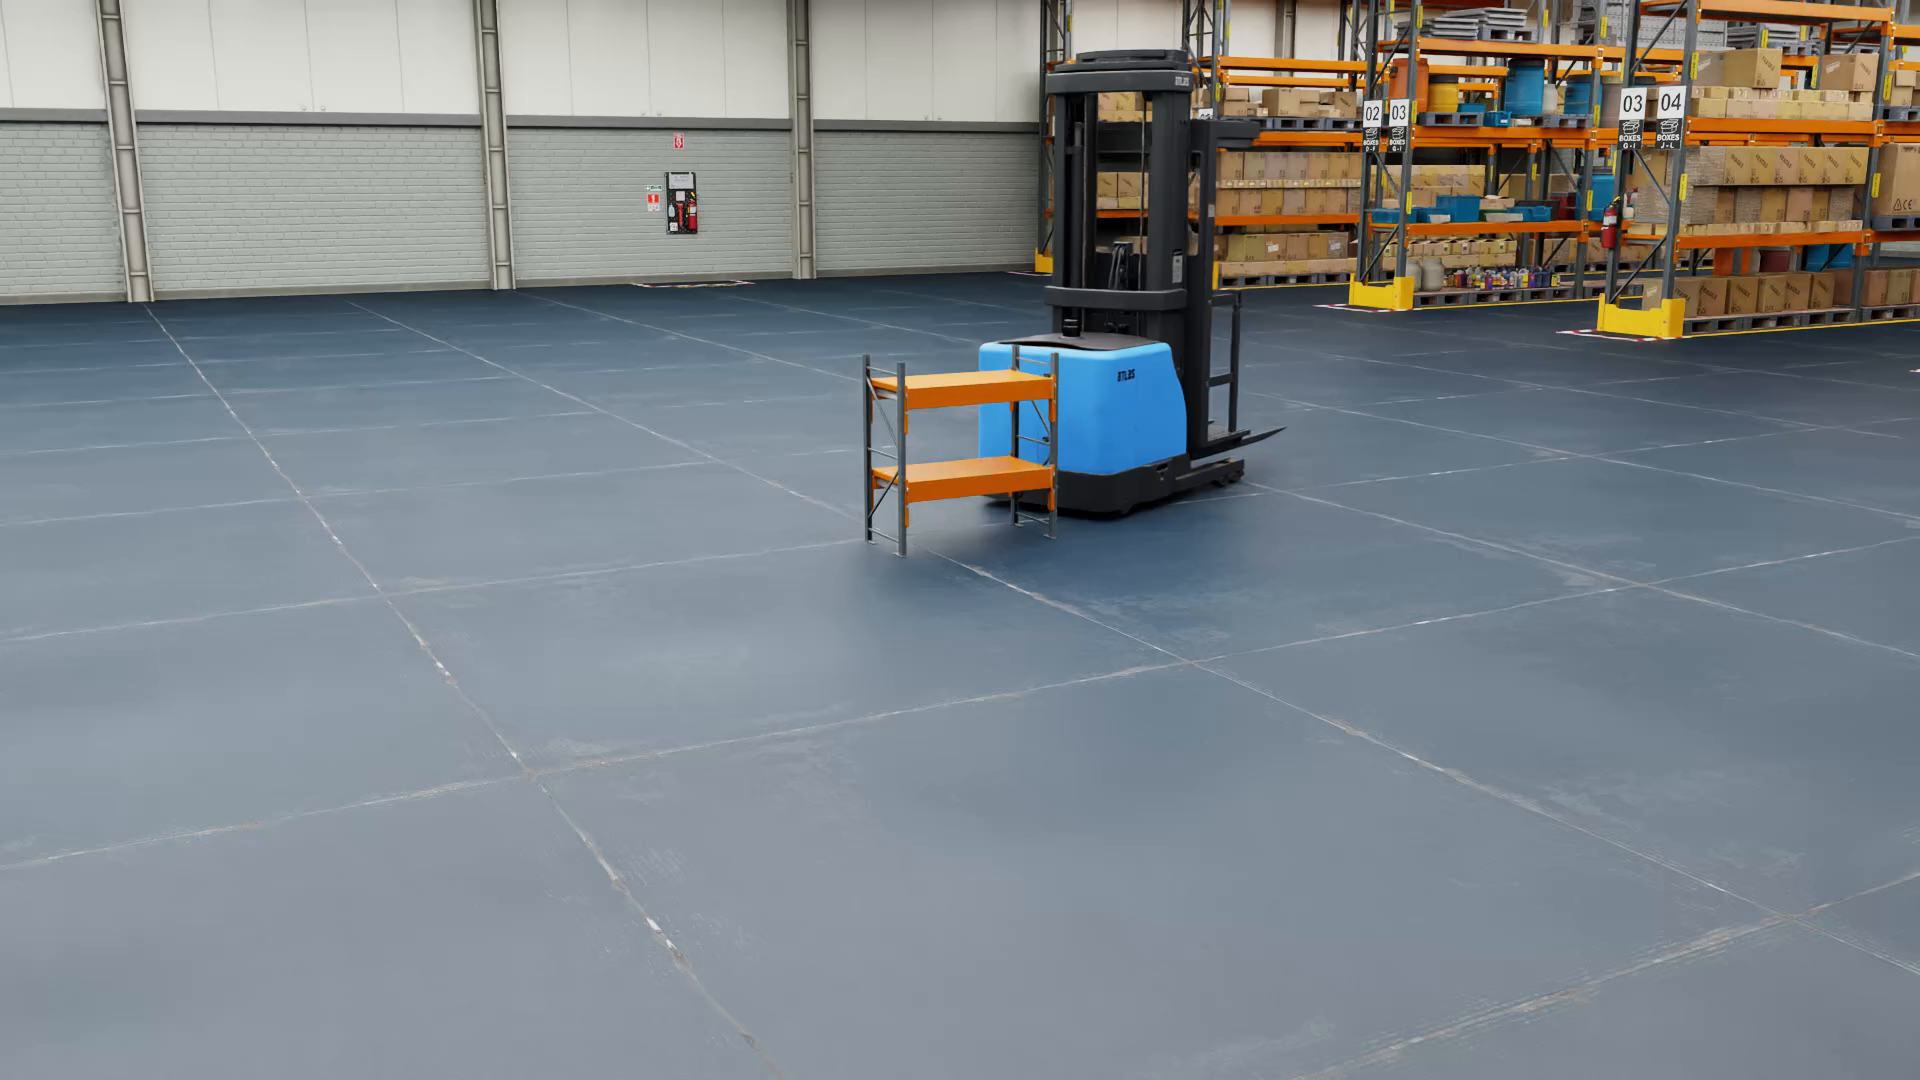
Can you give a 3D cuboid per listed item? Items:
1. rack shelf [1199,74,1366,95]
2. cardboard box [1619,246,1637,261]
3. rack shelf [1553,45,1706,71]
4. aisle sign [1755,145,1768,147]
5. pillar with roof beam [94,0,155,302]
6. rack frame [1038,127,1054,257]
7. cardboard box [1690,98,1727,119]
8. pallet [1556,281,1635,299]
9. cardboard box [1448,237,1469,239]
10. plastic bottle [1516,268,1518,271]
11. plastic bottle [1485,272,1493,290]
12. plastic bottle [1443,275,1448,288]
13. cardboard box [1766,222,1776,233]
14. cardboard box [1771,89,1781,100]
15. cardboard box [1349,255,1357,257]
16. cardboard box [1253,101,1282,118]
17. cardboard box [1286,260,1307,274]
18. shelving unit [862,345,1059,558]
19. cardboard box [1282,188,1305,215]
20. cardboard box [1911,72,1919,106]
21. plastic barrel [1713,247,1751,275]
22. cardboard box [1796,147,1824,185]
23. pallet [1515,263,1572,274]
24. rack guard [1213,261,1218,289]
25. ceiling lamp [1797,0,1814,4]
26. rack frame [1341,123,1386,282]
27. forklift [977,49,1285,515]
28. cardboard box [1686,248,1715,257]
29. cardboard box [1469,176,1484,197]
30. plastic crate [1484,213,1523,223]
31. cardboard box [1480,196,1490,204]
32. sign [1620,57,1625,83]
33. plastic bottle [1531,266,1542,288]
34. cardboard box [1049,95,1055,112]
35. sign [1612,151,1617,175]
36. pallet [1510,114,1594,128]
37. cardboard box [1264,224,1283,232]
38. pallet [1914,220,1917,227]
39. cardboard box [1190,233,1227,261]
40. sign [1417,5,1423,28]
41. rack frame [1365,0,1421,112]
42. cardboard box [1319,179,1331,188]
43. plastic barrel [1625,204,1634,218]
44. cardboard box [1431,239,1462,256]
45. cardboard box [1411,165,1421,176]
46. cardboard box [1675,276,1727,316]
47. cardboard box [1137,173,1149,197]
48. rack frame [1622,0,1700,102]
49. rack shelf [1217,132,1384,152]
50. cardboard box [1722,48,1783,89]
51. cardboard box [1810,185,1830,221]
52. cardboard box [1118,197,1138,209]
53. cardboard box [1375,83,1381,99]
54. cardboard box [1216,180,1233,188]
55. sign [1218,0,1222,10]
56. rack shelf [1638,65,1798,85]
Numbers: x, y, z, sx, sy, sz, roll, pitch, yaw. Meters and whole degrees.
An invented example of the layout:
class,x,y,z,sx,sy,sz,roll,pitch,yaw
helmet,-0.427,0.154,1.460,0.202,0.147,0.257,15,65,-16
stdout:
class,x,y,z,sx,sy,sz,roll,pitch,yaw
rack shelf,7.212,-10.111,37.004,4.000,0.370,1.077,-7,14,-28
cardboard box,14.121,-6.245,35.631,0.500,0.500,0.500,-7,14,-28
rack shelf,11.959,-8.202,28.521,4.000,0.370,1.077,-7,14,-28
aisle sign,18.285,-9.160,37.972,0.004,0.787,0.394,-7,14,-28
pillar with roof beam,-11.591,-7.543,23.044,0.400,9.000,9.100,-7,14,-28
rack frame,1.945,-7.099,34.735,0.127,3.000,1.000,-7,14,-28
cardboard box,9.612,-5.627,21.702,0.500,0.250,0.500,-6,14,-26
pallet,10.874,-4.341,28.828,1.213,0.211,1.003,-7,14,-28
cardboard box,10.287,-6.068,34.183,0.500,0.311,0.500,-7,15,-29
plastic bottle,9.443,-4.508,28.424,0.135,0.276,0.152,-6,14,-26
plastic bottle,8.640,-4.230,27.173,0.133,0.283,0.061,-7,14,-27
plastic bottle,8.094,-4.317,27.745,0.097,0.201,0.097,0,13,0
cardboard box,10.949,-4.288,22.816,0.250,0.149,0.380,-7,14,-28
cardboard box,10.773,-5.970,22.320,0.250,0.149,0.380,-7,14,-28
cardboard box,8.058,-5.529,33.063,0.500,0.250,0.500,-7,14,-28
cardboard box,5.695,-8.069,31.138,0.500,0.311,0.500,-5,14,-21
cardboard box,6.217,-5.180,31.511,0.500,0.250,0.500,-7,14,-28
shelving unit,0.006,-0.549,9.902,1.048,1.125,0.538,-7,14,-28
cardboard box,6.096,-6.404,31.418,0.500,0.500,0.700,-6,14,-26
cardboard box,13.863,-6.505,24.070,0.637,0.503,0.797,-6,14,-26
plastic barrel,14.135,-5.233,30.427,0.708,0.830,0.600,-7,14,-28
cardboard box,11.436,-5.132,22.813,0.500,0.500,0.500,-7,14,-28
pallet,12.018,-5.697,34.858,1.213,0.211,1.003,-7,14,-28
rack guard,4.301,-4.923,30.758,0.348,0.500,1.175,-7,14,-28
ceiling lamp,19.555,-14.353,40.007,0.800,3.185,2.000,-7,14,-28
rack frame,7.833,-6.566,32.365,0.127,3.000,1.000,-7,14,-28
forklift,1.374,-1.861,11.617,1.130,2.935,3.031,9,15,35
cardboard box,16.502,-6.603,37.213,0.637,0.503,0.797,-7,14,-28
cardboard box,12.194,-8.468,39.867,0.500,0.500,0.500,-7,15,-29
plastic crate,8.899,-5.263,27.175,0.437,0.136,0.530,-7,14,-28
cardboard box,10.466,-6.886,33.992,0.500,0.311,0.500,-7,14,-29
sign,8.817,-6.240,22.069,0.005,0.325,0.100,-7,14,-28
plastic bottle,9.608,-4.390,27.727,0.185,0.351,0.144,-8,15,-31
cardboard box,2.199,-9.205,34.709,0.500,0.500,0.500,-6,14,-25
sign,8.817,-5.064,22.333,0.005,0.325,0.100,-7,14,-28
pallet,9.617,-6.887,27.392,1.003,0.211,1.213,-7,14,-28
cardboard box,6.934,-7.064,37.563,0.500,0.250,0.500,-7,15,-29
pallet,14.370,-4.767,24.811,1.213,0.211,1.003,-7,14,-28
cardboard box,4.650,-5.488,31.174,0.500,0.500,0.500,-7,14,-28
sign,6.952,-7.908,25.143,0.005,0.325,0.100,-7,14,-28
rack frame,6.692,-8.117,25.593,0.127,3.000,1.000,-7,14,-28
cardboard box,6.803,-6.755,31.498,0.250,0.149,0.380,-7,14,-28
plastic barrel,11.439,-5.653,28.624,0.301,0.262,0.301,0,13,0
cardboard box,9.664,-5.860,33.259,0.500,0.311,0.500,-6,14,-26
cardboard box,10.398,-8.619,38.827,0.500,0.250,0.500,-7,14,-27
cardboard box,10.130,-3.353,22.825,0.500,0.500,0.500,-3,13,-13
cardboard box,3.851,-7.554,35.343,0.500,0.500,0.500,-6,14,-26
rack frame,9.066,-7.162,21.352,0.127,3.000,1.000,-7,14,-28
rack shelf,6.078,-7.468,31.180,4.000,0.370,1.077,-7,14,-28
cardboard box,10.498,-6.241,22.045,0.500,0.500,0.500,-7,14,-28
cardboard box,11.696,-4.769,23.476,0.500,0.500,0.875,-7,14,-28
cardboard box,3.425,-7.136,35.194,0.500,0.250,0.500,-7,15,-29
cardboard box,8.393,-8.584,32.178,0.500,0.500,0.500,-7,14,-27
cardboard box,4.770,-6.510,30.412,0.250,0.149,0.380,-7,14,-28
sign,4.583,-9.497,29.238,0.005,0.325,0.100,-7,14,-28
rack shelf,16.611,-10.192,36.460,4.000,0.370,1.077,-7,14,-28
